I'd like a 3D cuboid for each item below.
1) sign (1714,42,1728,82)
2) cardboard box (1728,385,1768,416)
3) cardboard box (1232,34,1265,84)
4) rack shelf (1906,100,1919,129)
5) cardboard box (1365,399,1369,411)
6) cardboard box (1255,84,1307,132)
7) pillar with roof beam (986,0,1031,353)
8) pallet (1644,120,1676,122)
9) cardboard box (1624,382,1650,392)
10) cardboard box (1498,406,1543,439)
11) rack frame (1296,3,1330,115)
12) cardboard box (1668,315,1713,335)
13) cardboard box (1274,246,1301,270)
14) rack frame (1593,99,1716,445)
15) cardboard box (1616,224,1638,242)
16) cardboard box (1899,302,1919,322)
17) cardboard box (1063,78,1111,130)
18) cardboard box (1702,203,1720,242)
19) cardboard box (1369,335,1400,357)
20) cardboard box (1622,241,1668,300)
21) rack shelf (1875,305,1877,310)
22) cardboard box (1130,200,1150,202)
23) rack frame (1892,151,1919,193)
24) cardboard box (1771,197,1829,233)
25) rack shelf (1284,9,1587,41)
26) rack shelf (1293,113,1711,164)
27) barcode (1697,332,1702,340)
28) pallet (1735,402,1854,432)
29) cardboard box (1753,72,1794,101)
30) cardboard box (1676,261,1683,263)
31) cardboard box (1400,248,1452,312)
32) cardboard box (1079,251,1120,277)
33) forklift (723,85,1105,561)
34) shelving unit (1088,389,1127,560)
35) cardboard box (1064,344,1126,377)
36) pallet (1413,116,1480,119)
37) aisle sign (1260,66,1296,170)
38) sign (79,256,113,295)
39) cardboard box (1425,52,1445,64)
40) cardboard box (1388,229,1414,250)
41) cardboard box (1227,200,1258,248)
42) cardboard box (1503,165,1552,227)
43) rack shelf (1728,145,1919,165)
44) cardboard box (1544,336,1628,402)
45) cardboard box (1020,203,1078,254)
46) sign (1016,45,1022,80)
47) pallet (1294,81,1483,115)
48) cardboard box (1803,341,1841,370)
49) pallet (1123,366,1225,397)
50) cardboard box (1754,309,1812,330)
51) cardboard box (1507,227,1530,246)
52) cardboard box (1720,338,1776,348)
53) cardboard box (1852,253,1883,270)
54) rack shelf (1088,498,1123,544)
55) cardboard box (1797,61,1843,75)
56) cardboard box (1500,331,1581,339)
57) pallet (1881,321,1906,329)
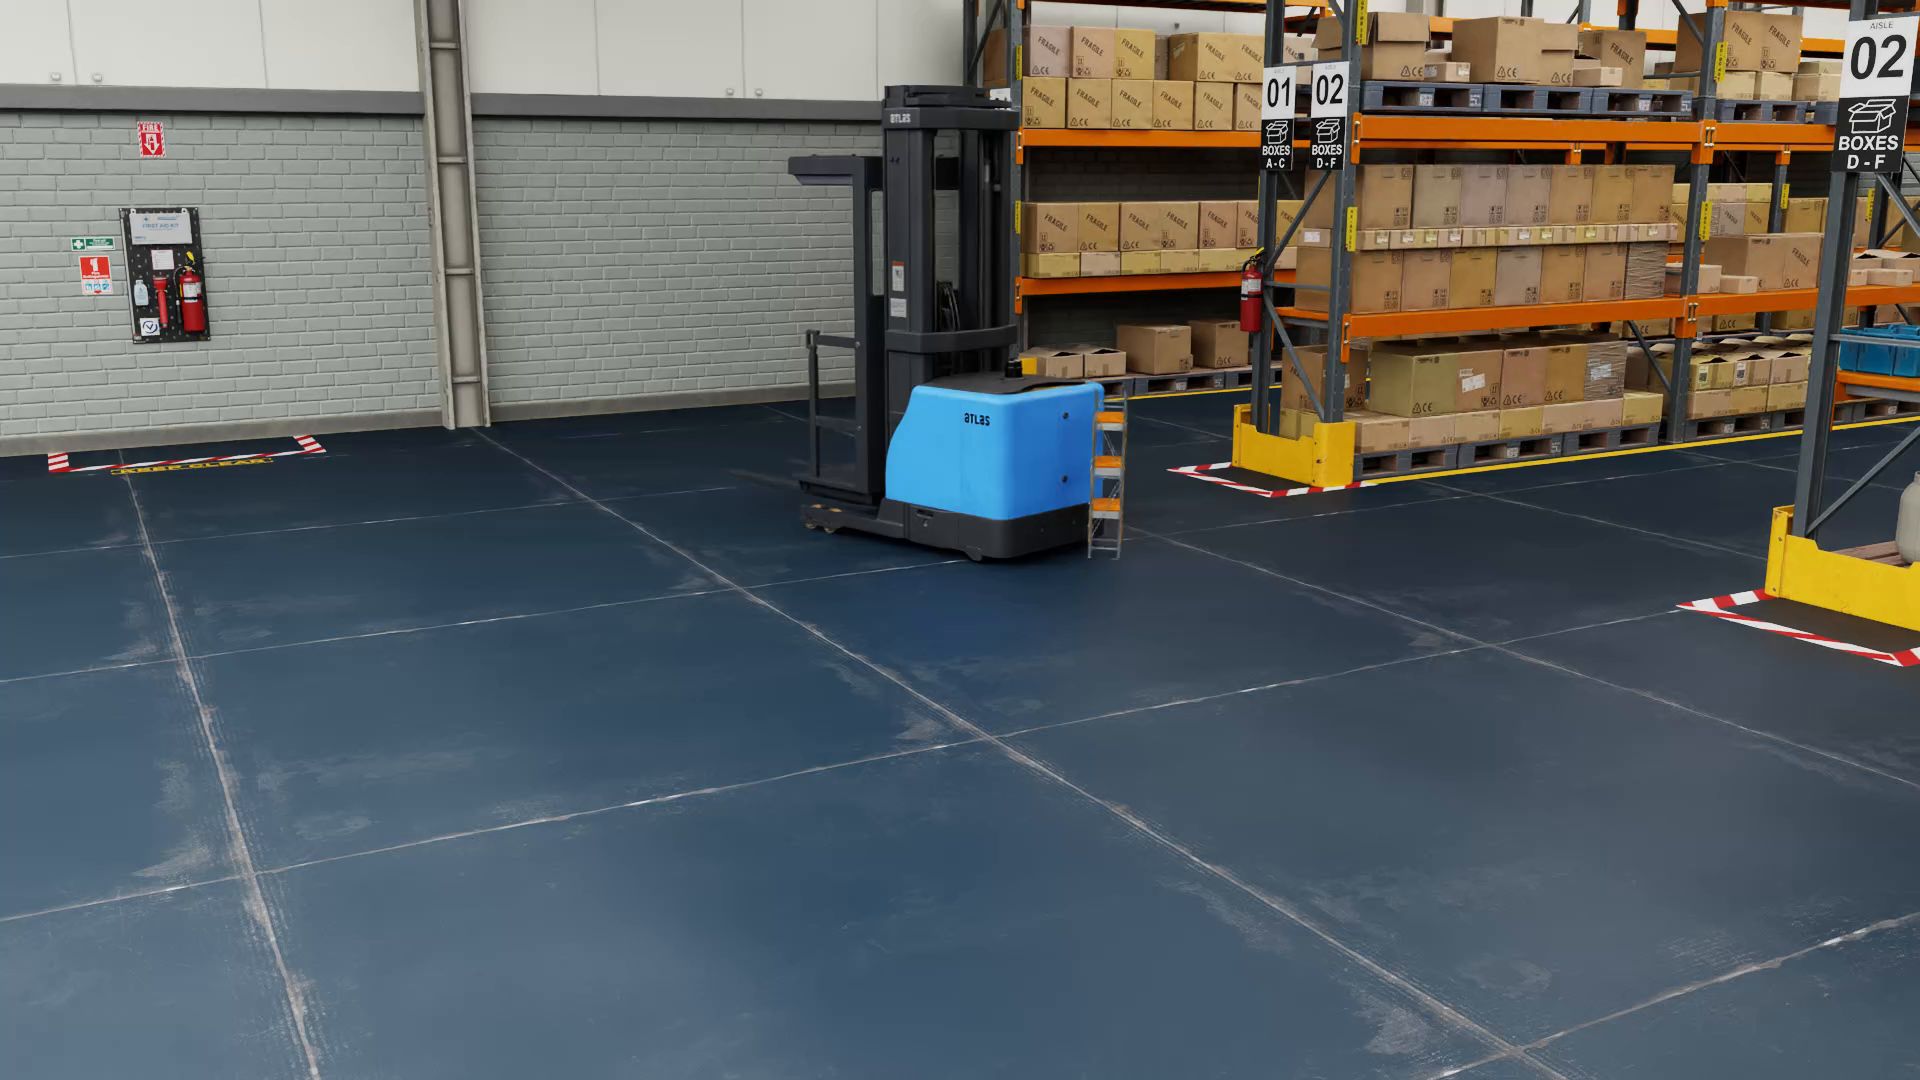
[{"bbox_3d":[6.478,-4.067,14.160,0.005,0.325,0.100,-7,14,-28],"label":"sign"},{"bbox_3d":[7.132,-1.331,15.500,0.500,0.250,0.500,-6,14,-26],"label":"cardboard box"},{"bbox_3d":[3.045,-5.219,18.085,0.500,0.500,0.500,-6,14,-25],"label":"cardboard box"},{"bbox_3d":[6.825,-2.367,9.601,4.000,0.370,1.077,-7,14,-28],"label":"rack shelf"},{"bbox_3d":[3.462,-1.031,14.163,0.500,0.250,0.500,-7,14,-28],"label":"cardboard box"},{"bbox_3d":[3.506,-4.795,18.478,0.500,0.500,0.500,-6,14,-26],"label":"cardboard box"},{"bbox_3d":[2.585,-5.291,14.123,0.400,9.000,9.100,-7,14,-28],"label":"pillar with roof beam"},{"bbox_3d":[8.864,-5.362,21.703,1.213,0.211,1.003,-6,14,-25],"label":"pallet"},{"bbox_3d":[6.435,-1.383,15.728,0.500,0.250,0.500,-7,14,-28],"label":"cardboard box"},{"bbox_3d":[4.594,-1.033,14.176,0.500,0.250,0.500,-7,14,-28],"label":"cardboard box"},{"bbox_3d":[3.833,-6.301,18.611,0.127,3.000,1.000,-7,14,-28],"label":"rack frame"},{"bbox_3d":[9.568,-3.184,22.366,0.750,0.750,0.750,-6,14,-26],"label":"cardboard box"},{"bbox_3d":[3.563,-3.202,18.803,0.500,0.250,0.500,-7,14,-28],"label":"cardboard box"},{"bbox_3d":[6.210,-2.420,15.030,0.127,3.000,1.000,-7,14,-28],"label":"rack frame"},{"bbox_3d":[5.628,-2.662,14.398,0.250,0.149,0.380,-7,15,-30],"label":"cardboard box"},{"bbox_3d":[13.800,-3.529,24.695,0.500,0.500,0.700,-7,14,-28],"label":"cardboard box"},{"bbox_3d":[1.224,-4.512,17.220,0.500,0.500,0.500,-6,14,-24],"label":"cardboard box"},{"bbox_3d":[9.683,-4.215,22.058,0.500,0.500,0.500,-7,14,-28],"label":"cardboard box"},{"bbox_3d":[4.901,-2.514,20.139,0.500,0.500,0.700,-7,15,-29],"label":"cardboard box"},{"bbox_3d":[5.824,-2.421,14.806,0.500,0.500,0.700,-7,15,-29],"label":"cardboard box"},{"bbox_3d":[11.477,-2.700,17.913,4.000,0.370,1.077,-7,14,-28],"label":"rack shelf"},{"bbox_3d":[1.975,-3.506,18.442,0.500,0.500,0.500,-7,14,-27],"label":"cardboard box"},{"bbox_3d":[14.366,-4.636,24.879,0.127,3.000,1.000,-7,14,-28],"label":"rack frame"},{"bbox_3d":[11.983,-4.492,23.553,0.700,0.700,0.980,-7,15,-29],"label":"cardboard box"},{"bbox_3d":[5.589,-5.965,19.669,4.000,0.370,1.077,-7,14,-28],"label":"rack shelf"},{"bbox_3d":[4.455,-3.322,13.844,4.000,0.370,1.077,-7,14,-28],"label":"rack shelf"},{"bbox_3d":[6.634,-1.830,14.913,0.075,0.075,0.001,-7,14,-28],"label":"barcode"},{"bbox_3d":[7.910,-1.274,16.288,1.213,0.211,1.003,-7,14,-28],"label":"pallet"},{"bbox_3d":[7.236,-4.136,15.210,0.500,0.250,0.500,-8,15,-33],"label":"cardboard box"},{"bbox_3d":[6.894,-2.482,15.613,0.258,0.266,0.396,-7,15,-29],"label":"cardboard box"},{"bbox_3d":[3.574,-2.151,13.606,0.500,0.500,0.700,-6,14,-26],"label":"cardboard box"},{"bbox_3d":[1.352,-2.937,17.625,0.500,0.250,0.500,-7,15,-30],"label":"cardboard box"},{"bbox_3d":[-0.454,-1.552,11.329,3.031,2.935,1.130,12,17,43],"label":"forklift"},{"bbox_3d":[0.934,-0.415,10.549,0.215,1.050,0.252,2,13,4],"label":"shelving unit"},{"bbox_3d":[1.473,-1.972,18.160,0.500,0.311,0.500,-6,14,-23],"label":"cardboard box"},{"bbox_3d":[5.335,-4.900,19.646,1.003,0.211,1.213,-7,14,-28],"label":"pallet"},{"bbox_3d":[2.501,-3.317,13.095,0.004,0.787,0.394,-7,14,-28],"label":"aisle sign"},{"bbox_3d":[-7.466,-2.289,14.367,0.234,0.329,0.001,-7,14,-28],"label":"sign"},{"bbox_3d":[3.584,-3.834,13.550,0.500,0.250,0.500,-7,14,-28],"label":"cardboard box"},{"bbox_3d":[3.377,-2.392,13.202,0.250,0.149,0.380,-7,15,-29],"label":"cardboard box"},{"bbox_3d":[3.131,-3.514,18.478,0.500,0.500,0.500,-7,14,-28],"label":"cardboard box"},{"bbox_3d":[4.502,-2.895,13.960,0.500,0.500,0.700,-7,14,-28],"label":"cardboard box"},{"bbox_3d":[12.611,-5.539,23.694,4.000,0.370,1.077,-7,14,-28],"label":"rack shelf"},{"bbox_3d":[5.463,-1.508,14.575,0.500,0.500,0.500,-7,14,-28],"label":"cardboard box"},{"bbox_3d":[0.886,-3.248,17.298,0.500,0.500,0.500,-7,14,-28],"label":"cardboard box"},{"bbox_3d":[0.583,-4.739,16.510,0.005,0.325,0.100,-7,14,-28],"label":"sign"},{"bbox_3d":[3.332,-3.489,13.149,1.213,0.211,1.003,-7,14,-28],"label":"pallet"},{"bbox_3d":[8.482,-1.767,16.156,0.500,0.311,0.500,-7,14,-28],"label":"cardboard box"},{"bbox_3d":[2.189,-1.807,18.658,1.213,0.211,1.003,-7,14,-28],"label":"pallet"},{"bbox_3d":[11.561,-3.260,23.500,0.500,0.500,0.700,-7,14,-27],"label":"cardboard box"},{"bbox_3d":[4.496,-2.526,13.794,0.250,0.149,0.380,-7,14,-27],"label":"cardboard box"},{"bbox_3d":[7.764,-1.815,16.370,0.500,0.311,0.500,-7,14,-29],"label":"cardboard box"},{"bbox_3d":[8.843,-2.740,16.657,0.500,0.311,0.500,-7,14,-29],"label":"cardboard box"},{"bbox_3d":[0.927,-0.134,10.613,0.215,0.259,0.240,2,13,4],"label":"rack shelf"},{"bbox_3d":[11.615,-6.246,22.650,0.500,0.500,0.500,-7,14,-28],"label":"cardboard box"},{"bbox_3d":[5.218,-1.607,15.014,0.500,0.500,0.500,-7,14,-28],"label":"cardboard box"},{"bbox_3d":[13.702,-3.177,24.745,1.213,0.211,1.003,-7,14,-28],"label":"pallet"}]
